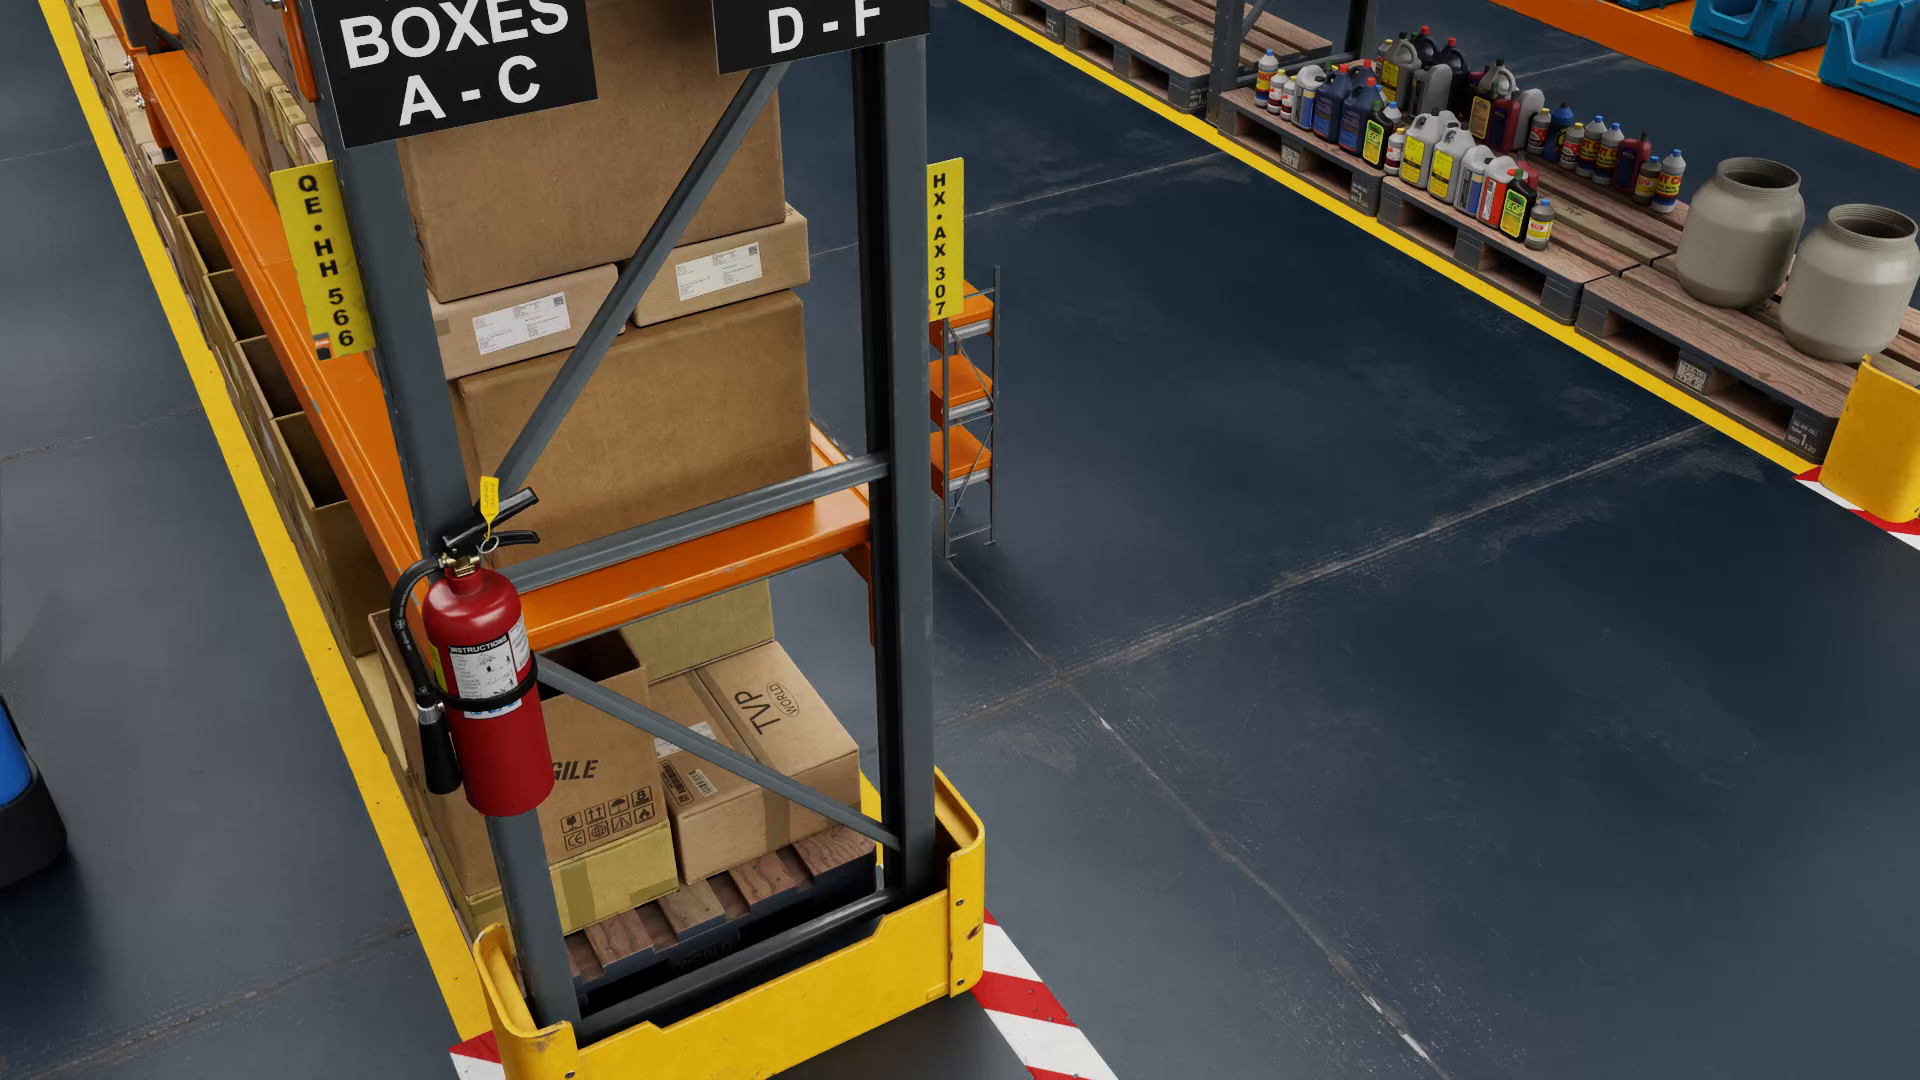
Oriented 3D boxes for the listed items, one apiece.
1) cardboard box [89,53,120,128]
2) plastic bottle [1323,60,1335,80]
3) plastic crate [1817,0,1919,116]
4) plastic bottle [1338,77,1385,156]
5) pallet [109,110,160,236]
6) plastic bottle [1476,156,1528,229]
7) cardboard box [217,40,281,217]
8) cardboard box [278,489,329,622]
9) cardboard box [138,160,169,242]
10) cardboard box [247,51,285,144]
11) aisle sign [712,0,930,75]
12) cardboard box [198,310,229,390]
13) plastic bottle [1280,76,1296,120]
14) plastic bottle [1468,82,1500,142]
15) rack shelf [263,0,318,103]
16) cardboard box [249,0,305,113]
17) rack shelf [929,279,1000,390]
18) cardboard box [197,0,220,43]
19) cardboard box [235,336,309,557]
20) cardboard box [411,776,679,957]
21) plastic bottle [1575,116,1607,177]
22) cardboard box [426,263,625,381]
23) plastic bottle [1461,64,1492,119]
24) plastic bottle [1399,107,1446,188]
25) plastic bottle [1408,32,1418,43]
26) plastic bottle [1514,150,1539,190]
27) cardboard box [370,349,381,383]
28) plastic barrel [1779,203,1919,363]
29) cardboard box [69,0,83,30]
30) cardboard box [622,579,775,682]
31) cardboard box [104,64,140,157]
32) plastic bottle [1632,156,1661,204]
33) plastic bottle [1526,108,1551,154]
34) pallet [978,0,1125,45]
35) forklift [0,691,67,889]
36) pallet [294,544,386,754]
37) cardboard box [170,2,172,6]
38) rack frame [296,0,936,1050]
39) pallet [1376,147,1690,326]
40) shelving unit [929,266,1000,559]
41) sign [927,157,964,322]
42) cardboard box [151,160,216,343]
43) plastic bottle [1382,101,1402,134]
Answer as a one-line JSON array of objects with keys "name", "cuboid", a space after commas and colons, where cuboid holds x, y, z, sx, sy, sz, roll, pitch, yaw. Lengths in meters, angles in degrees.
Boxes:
[{"name": "cardboard box", "cuboid": [-4.011, -2.292, 8.320, 0.500, 0.250, 0.500, -20, 41, -25]}, {"name": "plastic bottle", "cuboid": [1.813, -2.195, 8.143, 0.061, 0.283, 0.133, -19, 40, -24]}, {"name": "plastic crate", "cuboid": [3.254, -1.599, 5.522, 0.499, 0.251, 0.616, -19, 40, -24]}, {"name": "plastic bottle", "cuboid": [1.896, -2.009, 7.831, 0.144, 0.351, 0.185, -21, 41, -26]}, {"name": "pallet", "cuboid": [-3.551, -1.927, 8.210, 1.003, 0.211, 1.213, -19, 40, -24]}, {"name": "plastic bottle", "cuboid": [2.359, -1.513, 7.215, 0.152, 0.276, 0.135, -19, 40, -24]}, {"name": "cardboard box", "cuboid": [-1.783, -1.358, 4.981, 0.700, 0.500, 0.500, -18, 40, -23]}, {"name": "cardboard box", "cuboid": [-1.810, -0.033, 5.227, 0.500, 0.250, 0.500, -19, 40, -24]}, {"name": "cardboard box", "cuboid": [-3.242, -1.509, 7.249, 0.500, 0.250, 0.500, -20, 40, -25]}, {"name": "cardboard box", "cuboid": [-1.529, -1.127, 4.115, 0.380, 0.149, 0.250, -18, 40, -23]}, {"name": "aisle sign", "cuboid": [-0.223, -1.133, 2.554, 0.394, 0.787, 0.004, -19, 40, -24]}, {"name": "cardboard box", "cuboid": [-2.559, -0.799, 6.276, 0.500, 0.250, 0.500, -19, 40, -24]}, {"name": "plastic bottle", "cuboid": [1.638, -2.184, 8.196, 0.097, 0.201, 0.097, 0, 36, 0]}, {"name": "plastic bottle", "cuboid": [2.510, -2.064, 7.962, 0.061, 0.283, 0.133, -19, 40, -24]}, {"name": "rack shelf", "cuboid": [-1.525, -1.967, 3.967, 1.077, 0.370, 4.000, -19, 40, -24]}, {"name": "cardboard box", "cuboid": [-1.294, -1.383, 3.915, 0.700, 0.500, 0.500, -19, 40, -24]}, {"name": "rack shelf", "cuboid": [-0.027, -0.672, 5.317, 0.215, 0.259, 0.240, -19, 40, -24]}, {"name": "cardboard box", "cuboid": [-1.912, -1.518, 4.651, 0.380, 0.149, 0.250, -20, 41, -25]}, {"name": "cardboard box", "cuboid": [-1.813, -0.335, 5.004, 0.500, 0.500, 0.500, -19, 40, -24]}, {"name": "cardboard box", "cuboid": [-1.046, 0.729, 4.184, 0.500, 0.250, 0.500, -19, 40, -24]}, {"name": "plastic bottle", "cuboid": [2.900, -1.811, 7.626, 0.097, 0.271, 0.097, 0, 36, 0]}, {"name": "cardboard box", "cuboid": [-0.877, -0.467, 3.211, 0.380, 0.149, 0.250, -20, 40, -25]}, {"name": "plastic bottle", "cuboid": [2.542, -2.201, 8.151, 0.061, 0.283, 0.133, -16, 39, -21]}, {"name": "plastic bottle", "cuboid": [2.110, -1.792, 7.534, 0.144, 0.351, 0.185, -19, 40, -24]}, {"name": "plastic bottle", "cuboid": [2.281, -2.465, 8.512, 0.061, 0.283, 0.133, -17, 39, -22]}, {"name": "plastic bottle", "cuboid": [2.451, -1.548, 7.256, 0.061, 0.283, 0.133, -19, 40, -24]}, {"name": "cardboard box", "cuboid": [-1.012, -0.575, 3.909, 0.700, 0.500, 0.500, -18, 40, -23]}, {"name": "plastic barrel", "cuboid": [3.367, -0.970, 6.288, 0.421, 0.512, 0.421, 0, 36, 0]}, {"name": "cardboard box", "cuboid": [-4.259, -2.772, 8.502, 0.500, 0.311, 0.500, -20, 41, -25]}, {"name": "cardboard box", "cuboid": [-0.851, 0.018, 4.522, 0.500, 0.500, 0.500, -19, 40, -24]}, {"name": "cardboard box", "cuboid": [-3.497, -1.992, 7.434, 0.500, 0.311, 0.500, -19, 40, -24]}, {"name": "plastic bottle", "cuboid": [3.071, -1.610, 7.410, 0.097, 0.201, 0.097, 0, 36, 0]}, {"name": "plastic bottle", "cuboid": [2.747, -1.938, 7.860, 0.097, 0.201, 0.097, 0, 36, 0]}, {"name": "pallet", "cuboid": [0.709, -3.418, 10.251, 1.003, 0.211, 1.213, -19, 40, -24]}, {"name": "forklift", "cuboid": [-3.803, -0.719, 4.249, 1.130, 2.935, 3.031, -30, 45, -34]}, {"name": "pallet", "cuboid": [-1.550, 0.101, 5.433, 1.003, 0.211, 1.213, -19, 40, -24]}, {"name": "cardboard box", "cuboid": [-2.815, -2.244, 6.406, 0.500, 0.250, 0.500, -16, 39, -21]}, {"name": "rack frame", "cuboid": [-0.521, -0.026, 3.243, 1.000, 3.000, 0.127, -19, 40, -24]}, {"name": "pallet", "cuboid": [2.673, -1.428, 7.527, 1.003, 0.211, 1.213, -19, 40, -24]}, {"name": "shelving unit", "cuboid": [-0.027, -0.451, 5.478, 0.215, 1.050, 0.252, -19, 40, -24]}, {"name": "sign", "cuboid": [-0.038, -0.569, 3.185, 0.100, 0.325, 0.005, -19, 40, -24]}, {"name": "cardboard box", "cuboid": [-2.568, -1.099, 6.051, 0.500, 0.500, 0.500, -19, 40, -24]}, {"name": "plastic bottle", "cuboid": [2.002, -1.913, 7.766, 0.097, 0.271, 0.097, 0, 36, 0]}]
